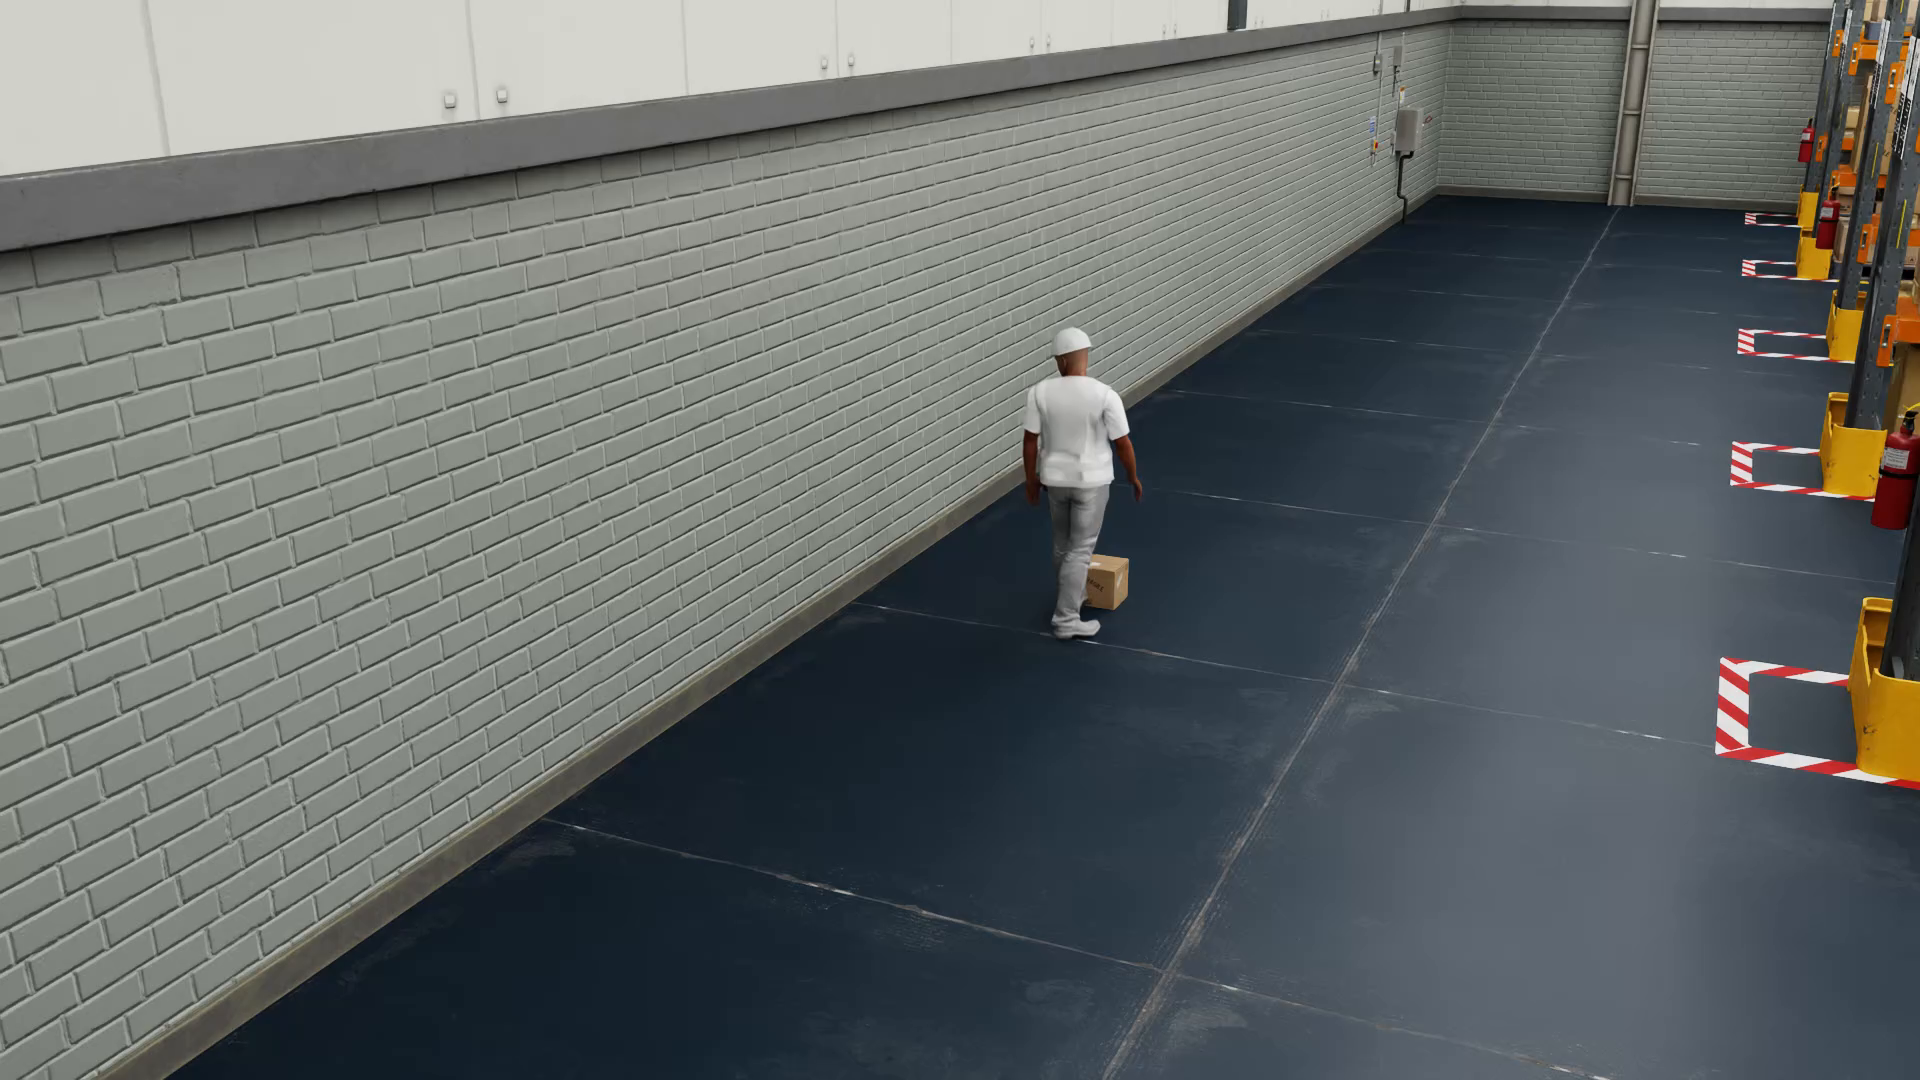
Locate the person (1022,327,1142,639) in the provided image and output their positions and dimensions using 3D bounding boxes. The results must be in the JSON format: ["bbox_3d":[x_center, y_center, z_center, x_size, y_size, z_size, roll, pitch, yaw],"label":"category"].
[{"bbox_3d":[0.713,-0.351,9.513,0.615,1.757,0.766,11,22,28],"label":"person"}]
